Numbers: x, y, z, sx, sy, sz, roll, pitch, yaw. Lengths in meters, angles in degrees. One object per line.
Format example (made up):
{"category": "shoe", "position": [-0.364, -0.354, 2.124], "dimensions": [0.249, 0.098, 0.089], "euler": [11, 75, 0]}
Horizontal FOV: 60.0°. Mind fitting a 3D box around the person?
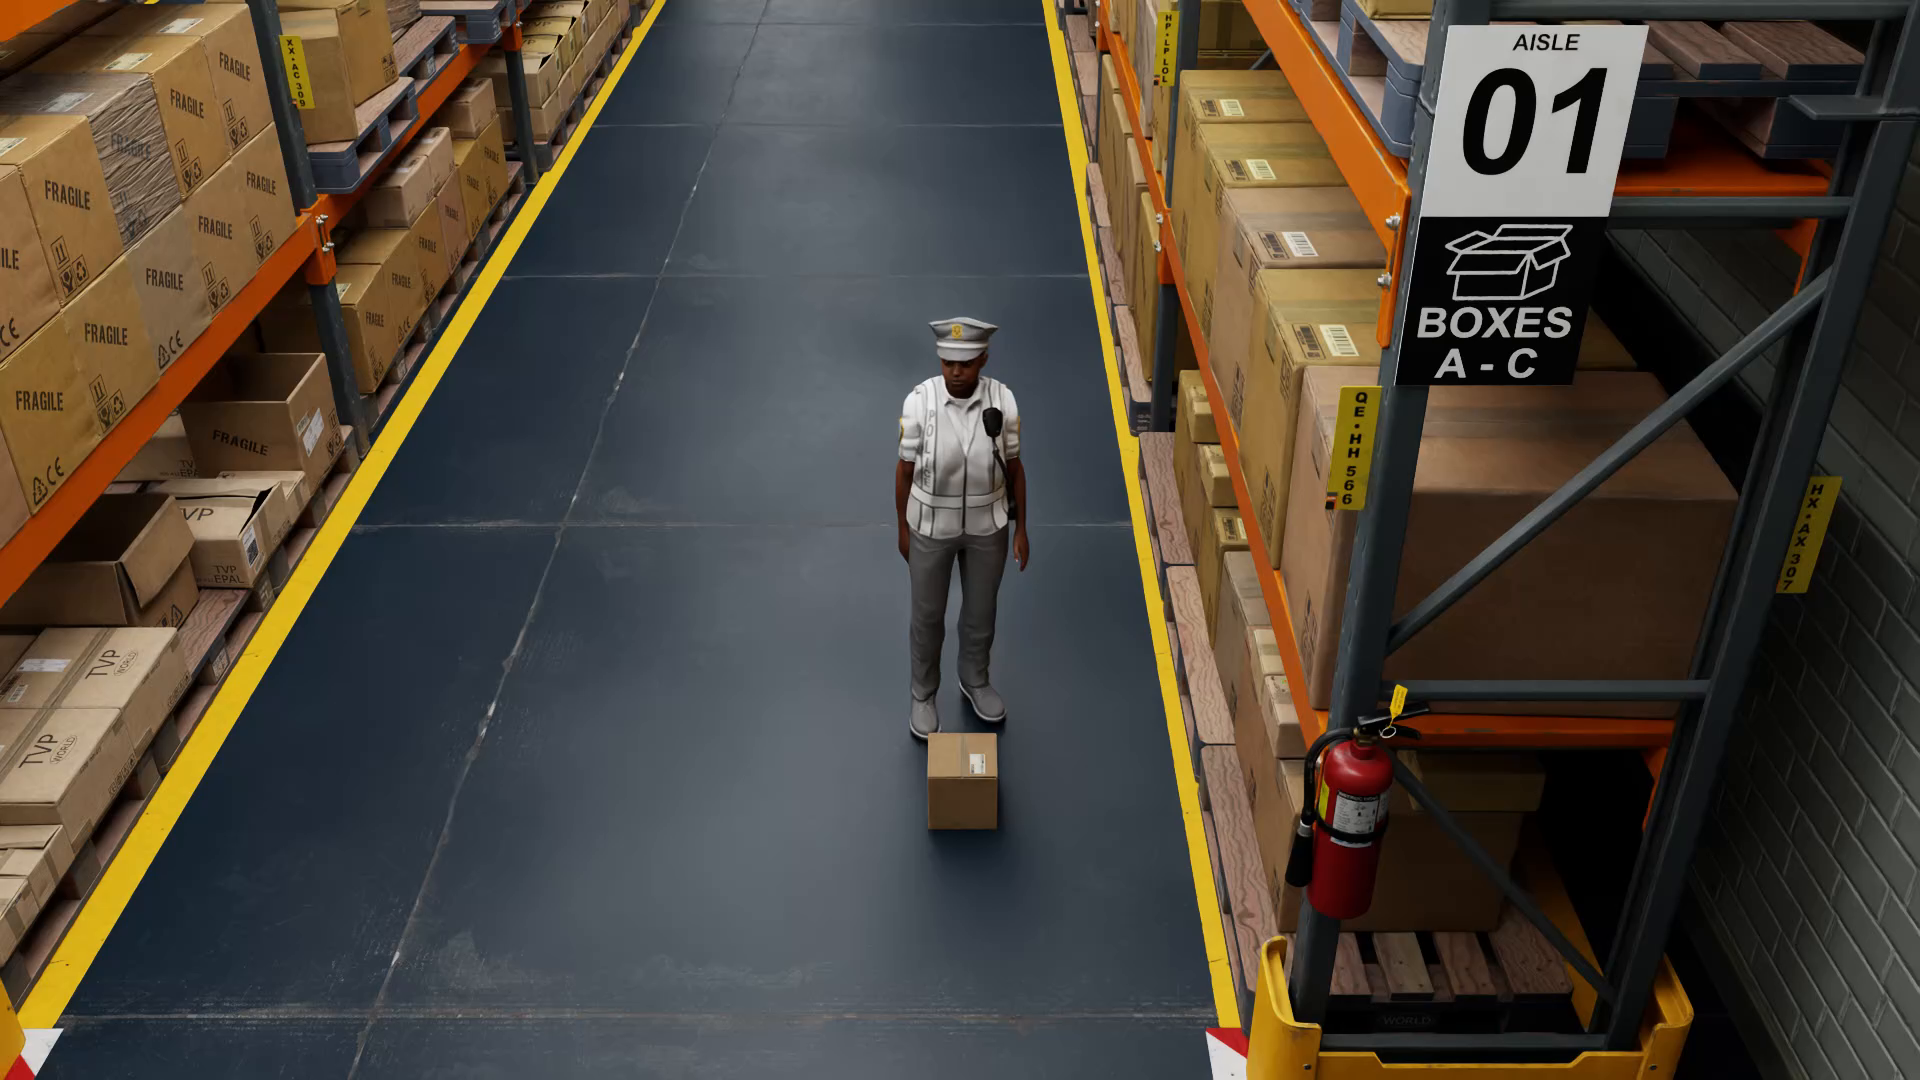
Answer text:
{"category": "person", "position": [0.014, -0.046, 6.148], "dimensions": [0.490, 1.696, 0.360], "euler": [-4, 32, -7]}
